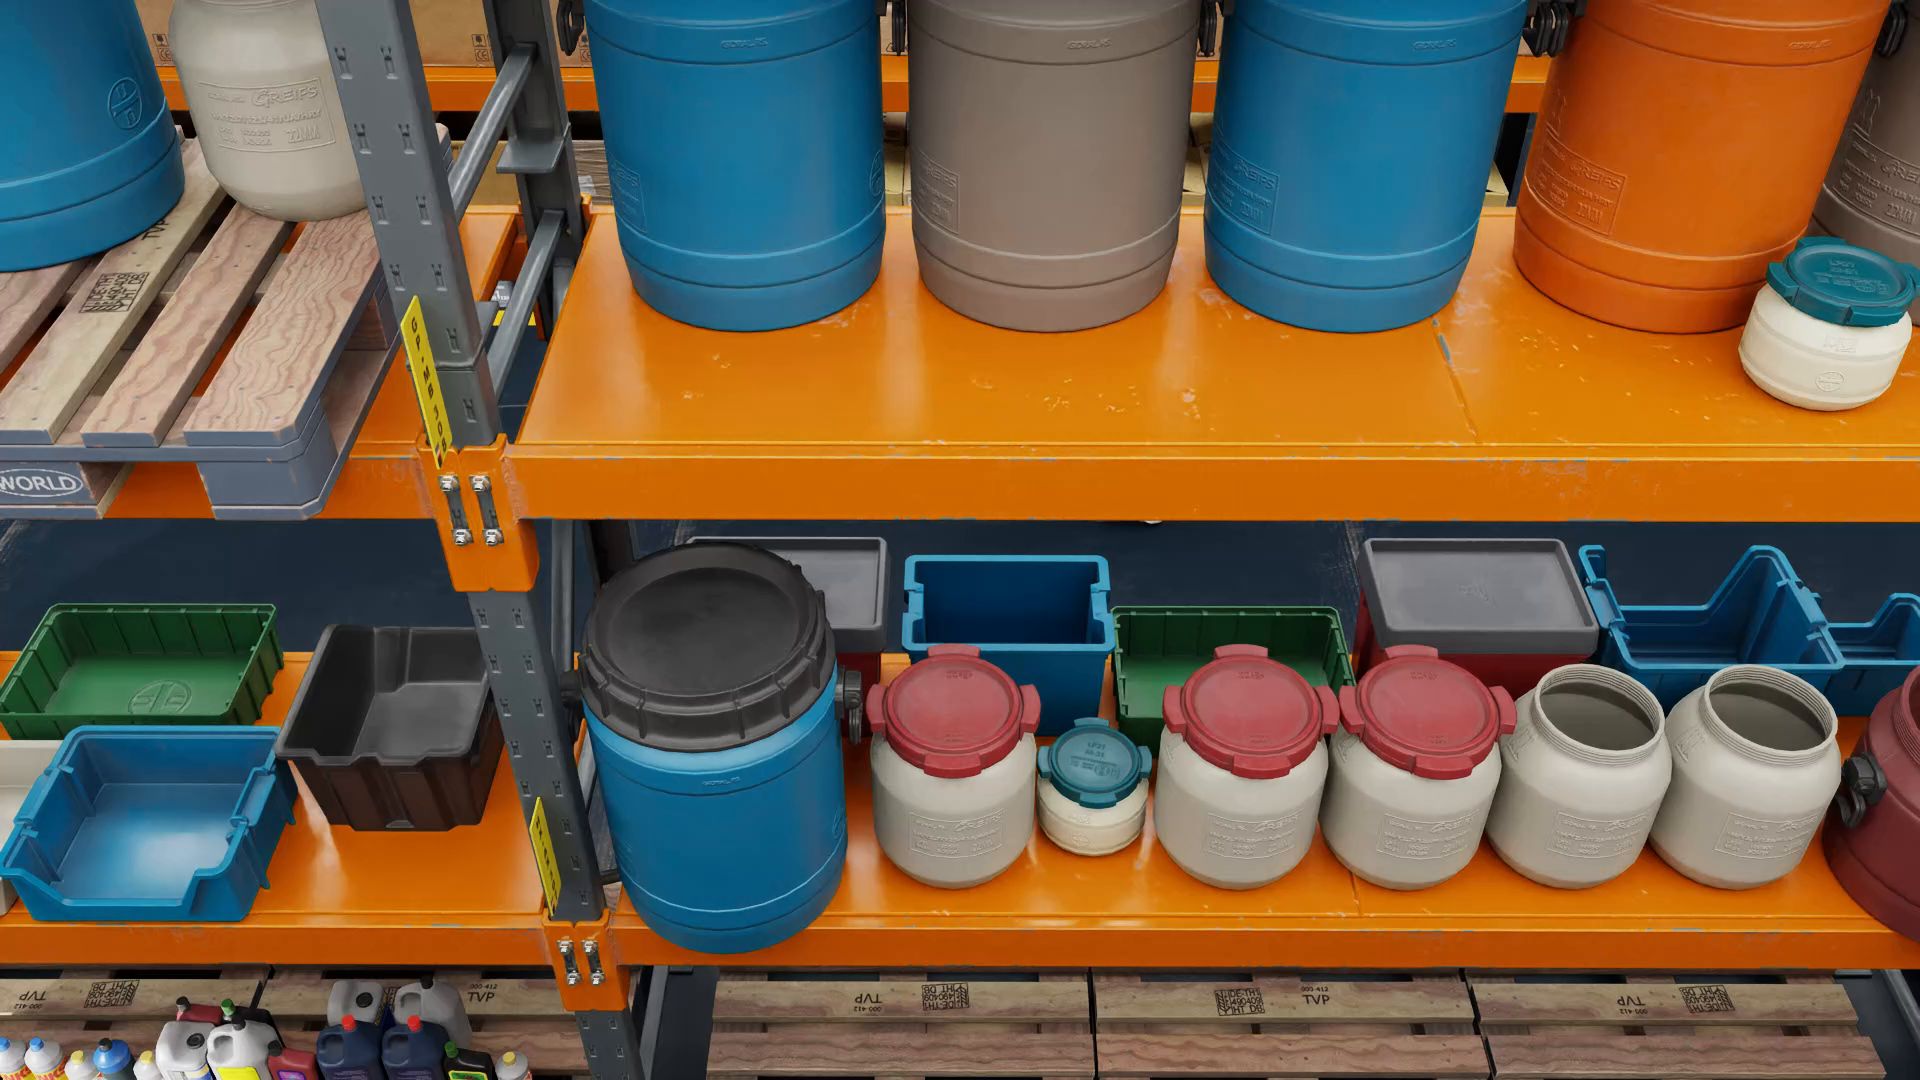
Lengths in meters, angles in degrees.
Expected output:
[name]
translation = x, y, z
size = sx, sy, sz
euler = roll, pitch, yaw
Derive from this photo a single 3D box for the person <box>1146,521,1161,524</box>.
[person]
translation = 0.726, -0.737, 7.040
size = 0.477, 1.592, 0.377
euler = -2, 40, -3
